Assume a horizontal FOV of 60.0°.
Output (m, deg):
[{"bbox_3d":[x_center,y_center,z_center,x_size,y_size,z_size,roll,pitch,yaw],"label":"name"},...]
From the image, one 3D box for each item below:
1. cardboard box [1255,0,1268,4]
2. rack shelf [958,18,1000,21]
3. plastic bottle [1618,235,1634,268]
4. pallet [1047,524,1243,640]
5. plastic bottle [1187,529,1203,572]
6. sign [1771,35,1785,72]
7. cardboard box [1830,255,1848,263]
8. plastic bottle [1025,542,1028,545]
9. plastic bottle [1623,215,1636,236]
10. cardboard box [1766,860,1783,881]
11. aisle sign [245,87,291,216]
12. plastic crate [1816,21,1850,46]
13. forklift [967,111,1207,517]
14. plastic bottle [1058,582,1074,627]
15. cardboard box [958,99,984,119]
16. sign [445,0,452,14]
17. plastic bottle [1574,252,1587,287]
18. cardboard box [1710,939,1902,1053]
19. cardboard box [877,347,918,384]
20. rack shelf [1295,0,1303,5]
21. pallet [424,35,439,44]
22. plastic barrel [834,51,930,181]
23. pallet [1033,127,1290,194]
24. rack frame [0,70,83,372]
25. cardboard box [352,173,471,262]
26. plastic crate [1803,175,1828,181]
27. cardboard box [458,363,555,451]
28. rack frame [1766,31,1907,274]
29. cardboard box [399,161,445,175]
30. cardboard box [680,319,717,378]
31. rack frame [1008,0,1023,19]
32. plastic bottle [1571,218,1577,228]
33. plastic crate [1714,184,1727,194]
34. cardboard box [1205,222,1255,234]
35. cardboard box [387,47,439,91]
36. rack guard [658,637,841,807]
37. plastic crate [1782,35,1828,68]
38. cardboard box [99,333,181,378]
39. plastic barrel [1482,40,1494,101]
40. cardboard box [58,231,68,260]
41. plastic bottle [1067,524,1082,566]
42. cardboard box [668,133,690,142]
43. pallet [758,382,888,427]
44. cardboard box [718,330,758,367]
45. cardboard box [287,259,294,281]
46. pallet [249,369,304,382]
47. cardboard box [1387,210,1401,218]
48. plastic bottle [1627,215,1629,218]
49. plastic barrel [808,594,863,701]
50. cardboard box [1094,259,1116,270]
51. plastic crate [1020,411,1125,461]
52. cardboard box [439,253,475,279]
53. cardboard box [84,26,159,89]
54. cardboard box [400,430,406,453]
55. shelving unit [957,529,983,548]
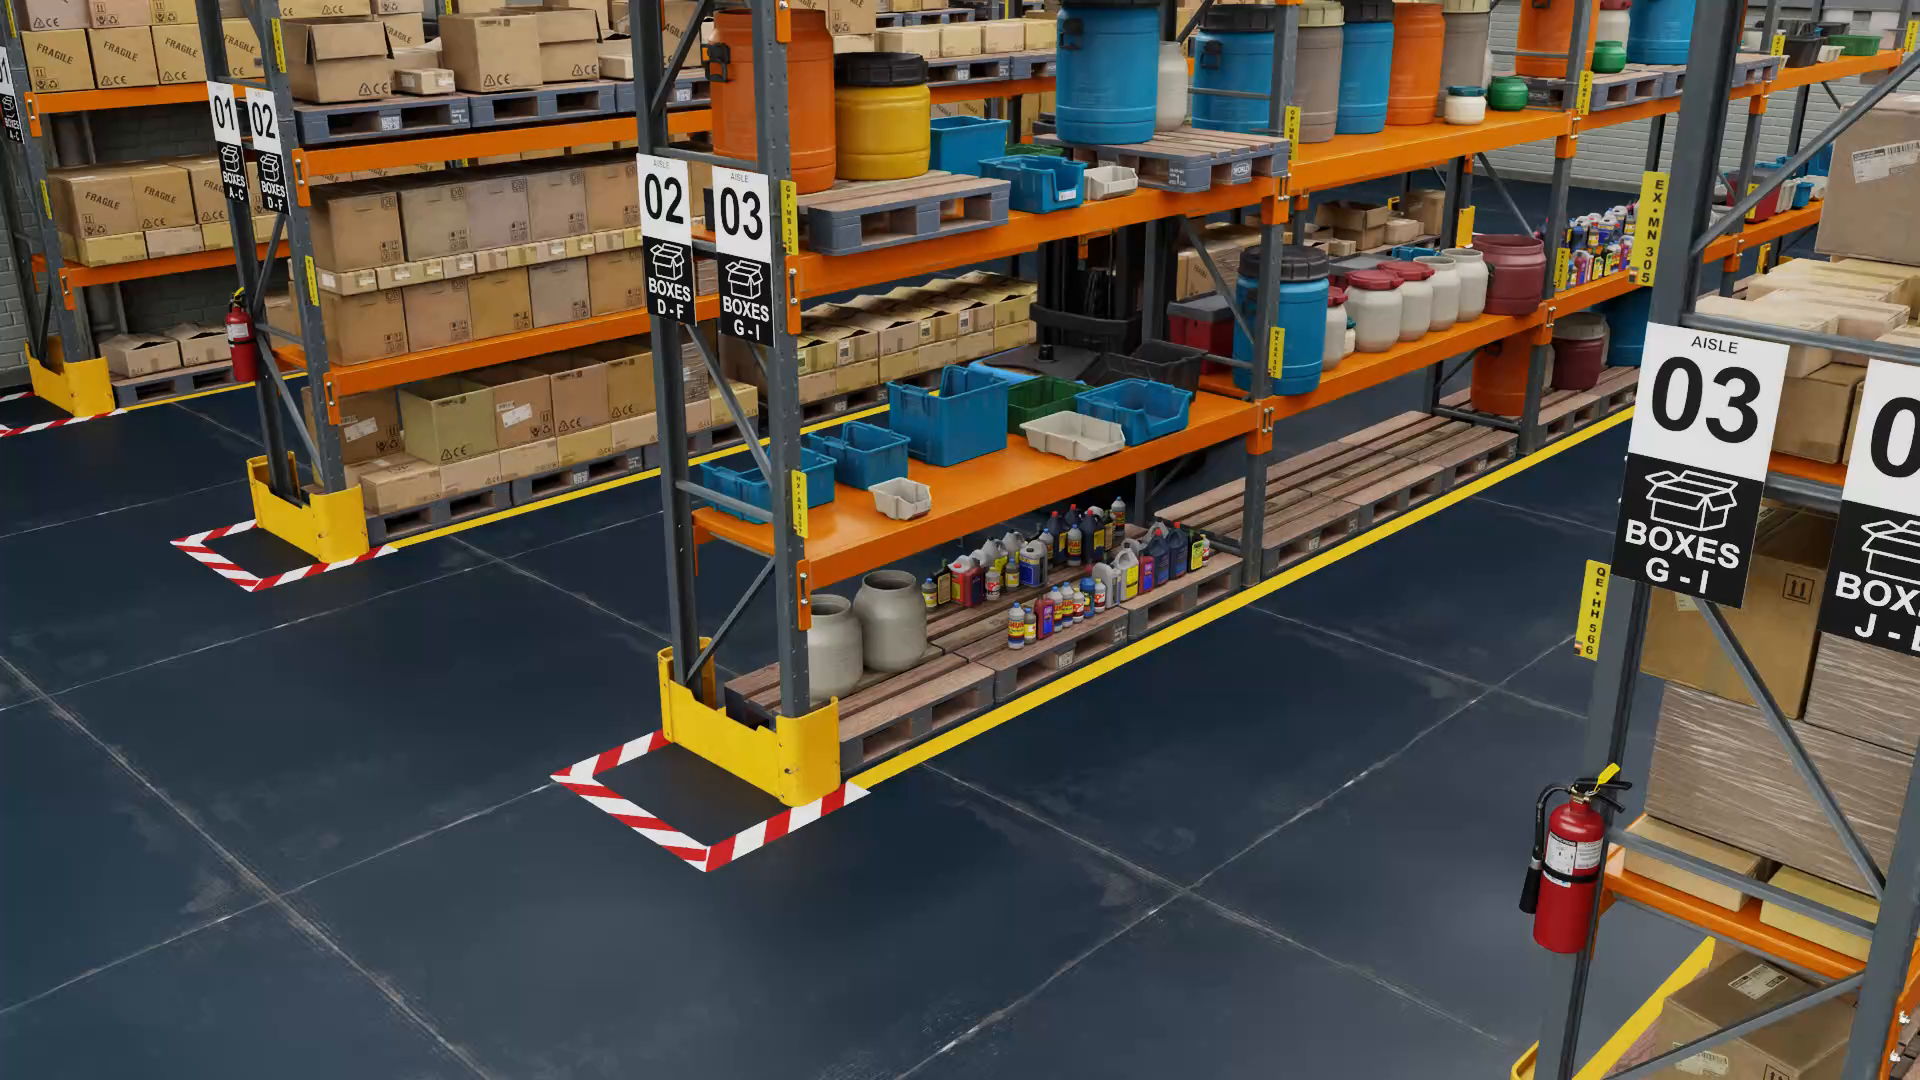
[{"bbox_3d":[3.264,-6.085,18.681,0.600,0.600,0.600,16,26,36],"label":"cardboard box"},{"bbox_3d":[1.511,-7.324,23.771,1.077,0.370,4.000,19,28,41],"label":"rack shelf"},{"bbox_3d":[5.925,-2.567,14.745,0.152,0.276,0.135,19,28,41],"label":"plastic bottle"},{"bbox_3d":[1.135,0.254,11.120,1.003,0.211,1.213,19,28,41],"label":"pallet"},{"bbox_3d":[1.534,0.059,10.913,0.133,0.283,0.061,-18,28,-39],"label":"plastic bottle"},{"bbox_3d":[7.607,-4.532,15.492,0.100,0.325,0.005,19,28,41],"label":"sign"},{"bbox_3d":[3.275,-0.940,5.813,0.380,0.149,0.250,18,27,38],"label":"cardboard box"},{"bbox_3d":[0.427,0.110,10.895,0.097,0.201,0.097,0,21,0],"label":"plastic bottle"},{"bbox_3d":[6.466,-3.029,16.052,0.097,0.201,0.097,0,21,0],"label":"plastic bottle"},{"bbox_3d":[2.617,0.986,5.678,0.380,0.149,0.250,19,28,41],"label":"cardboard box"},{"bbox_3d":[-4.530,-2.542,10.884,0.394,0.787,0.004,19,28,41],"label":"aisle sign"},{"bbox_3d":[9.536,-5.604,18.476,0.497,0.269,0.590,19,28,41],"label":"plastic crate"},{"bbox_3d":[1.366,-1.994,13.177,1.130,2.935,3.031,17,27,37],"label":"forklift"},{"bbox_3d":[0.640,0.385,10.083,0.097,0.271,0.097,0,21,0],"label":"plastic bottle"},{"bbox_3d":[-0.025,-5.759,22.295,0.500,0.500,0.500,19,28,40],"label":"cardboard box"},{"bbox_3d":[-5.071,-5.197,16.513,0.100,0.325,0.005,19,28,41],"label":"sign"},{"bbox_3d":[5.219,-2.287,14.007,0.061,0.283,0.133,19,28,41],"label":"plastic bottle"},{"bbox_3d":[3.232,1.710,6.343,0.500,0.500,0.500,-12,24,-28],"label":"cardboard box"},{"bbox_3d":[-0.737,-1.670,15.485,0.500,0.250,0.500,18,28,39],"label":"cardboard box"},{"bbox_3d":[3.029,-4.002,11.504,1.077,0.370,4.000,19,28,41],"label":"rack shelf"},{"bbox_3d":[-4.958,-5.134,17.332,1.213,0.211,1.003,19,28,41],"label":"pallet"},{"bbox_3d":[-0.453,-2.191,8.564,0.600,0.588,0.600,0,21,0],"label":"plastic barrel"},{"bbox_3d":[1.200,-2.312,9.991,1.213,0.211,1.003,19,28,41],"label":"pallet"},{"bbox_3d":[-8.255,-2.661,14.817,1.000,3.000,0.127,19,28,41],"label":"rack frame"},{"bbox_3d":[-3.969,-2.342,12.038,0.700,0.500,0.500,18,28,39],"label":"cardboard box"},{"bbox_3d":[9.566,-3.945,18.440,0.396,0.136,0.243,19,28,41],"label":"plastic crate"},{"bbox_3d":[-3.483,-1.028,12.770,0.500,0.500,0.500,19,28,41],"label":"cardboard box"},{"bbox_3d":[10.005,-4.295,19.067,1.000,3.000,0.127,19,28,41],"label":"rack frame"},{"bbox_3d":[-5.573,-3.780,16.864,0.500,0.500,0.500,19,28,41],"label":"cardboard box"},{"bbox_3d":[-2.461,-1.672,14.447,0.500,0.500,0.500,19,28,41],"label":"cardboard box"},{"bbox_3d":[0.877,-6.279,15.868,1.000,3.000,0.127,19,28,41],"label":"rack frame"},{"bbox_3d":[5.710,-2.862,15.519,0.097,0.271,0.097,0,21,0],"label":"plastic bottle"},{"bbox_3d":[8.214,-3.694,17.789,0.293,0.136,0.466,19,28,41],"label":"plastic crate"},{"bbox_3d":[3.156,-3.482,19.824,0.500,0.500,0.500,18,27,38],"label":"cardboard box"},{"bbox_3d":[-4.089,-3.376,11.924,0.500,0.250,0.500,19,28,41],"label":"cardboard box"},{"bbox_3d":[-1.138,0.954,8.896,1.175,0.500,0.348,19,28,41],"label":"rack guard"},{"bbox_3d":[8.277,-4.856,16.529,0.497,0.269,0.590,19,28,41],"label":"plastic crate"},{"bbox_3d":[-7.708,-1.767,15.625,0.500,0.311,0.500,15,26,35],"label":"cardboard box"},{"bbox_3d":[3.988,-3.687,13.150,0.421,0.512,0.421,0,21,0],"label":"plastic barrel"},{"bbox_3d":[-8.068,-2.769,15.280,0.500,0.250,0.500,-20,28,-41],"label":"cardboard box"},{"bbox_3d":[0.758,0.029,11.007,0.097,0.271,0.097,0,21,0],"label":"plastic bottle"},{"bbox_3d":[-3.366,-4.696,19.359,0.700,0.500,0.500,16,26,36],"label":"cardboard box"},{"bbox_3d":[-1.427,-1.348,15.288,1.003,0.211,1.213,19,28,41],"label":"pallet"},{"bbox_3d":[-1.836,-1.801,15.044,0.500,0.311,0.500,19,28,41],"label":"cardboard box"},{"bbox_3d":[-4.573,-1.918,11.840,0.380,0.149,0.250,19,28,40],"label":"cardboard box"},{"bbox_3d":[-6.759,-1.891,16.701,1.003,0.211,1.213,19,28,41],"label":"pallet"},{"bbox_3d":[5.527,-4.260,22.196,0.500,0.250,0.500,19,28,41],"label":"cardboard box"},{"bbox_3d":[6.492,-3.118,16.282,0.097,0.201,0.097,0,21,0],"label":"plastic bottle"},{"bbox_3d":[-0.753,0.595,9.227,0.421,0.512,0.421,0,21,0],"label":"plastic barrel"},{"bbox_3d":[1.761,-2.699,17.786,0.500,0.500,0.500,18,27,39],"label":"cardboard box"},{"bbox_3d":[0.682,-0.606,9.838,0.530,0.136,0.437,19,28,41],"label":"plastic crate"},{"bbox_3d":[-3.740,-2.015,12.094,0.380,0.149,0.250,19,28,40],"label":"cardboard box"},{"bbox_3d":[-7.443,-4.270,14.655,0.500,0.500,0.500,-18,27,-39],"label":"cardboard box"},{"bbox_3d":[-4.201,-0.678,12.905,0.500,0.250,0.500,19,28,41],"label":"cardboard box"},{"bbox_3d":[0.006,-0.422,11.919,0.258,0.900,0.210,19,28,41],"label":"shelving unit"}]
